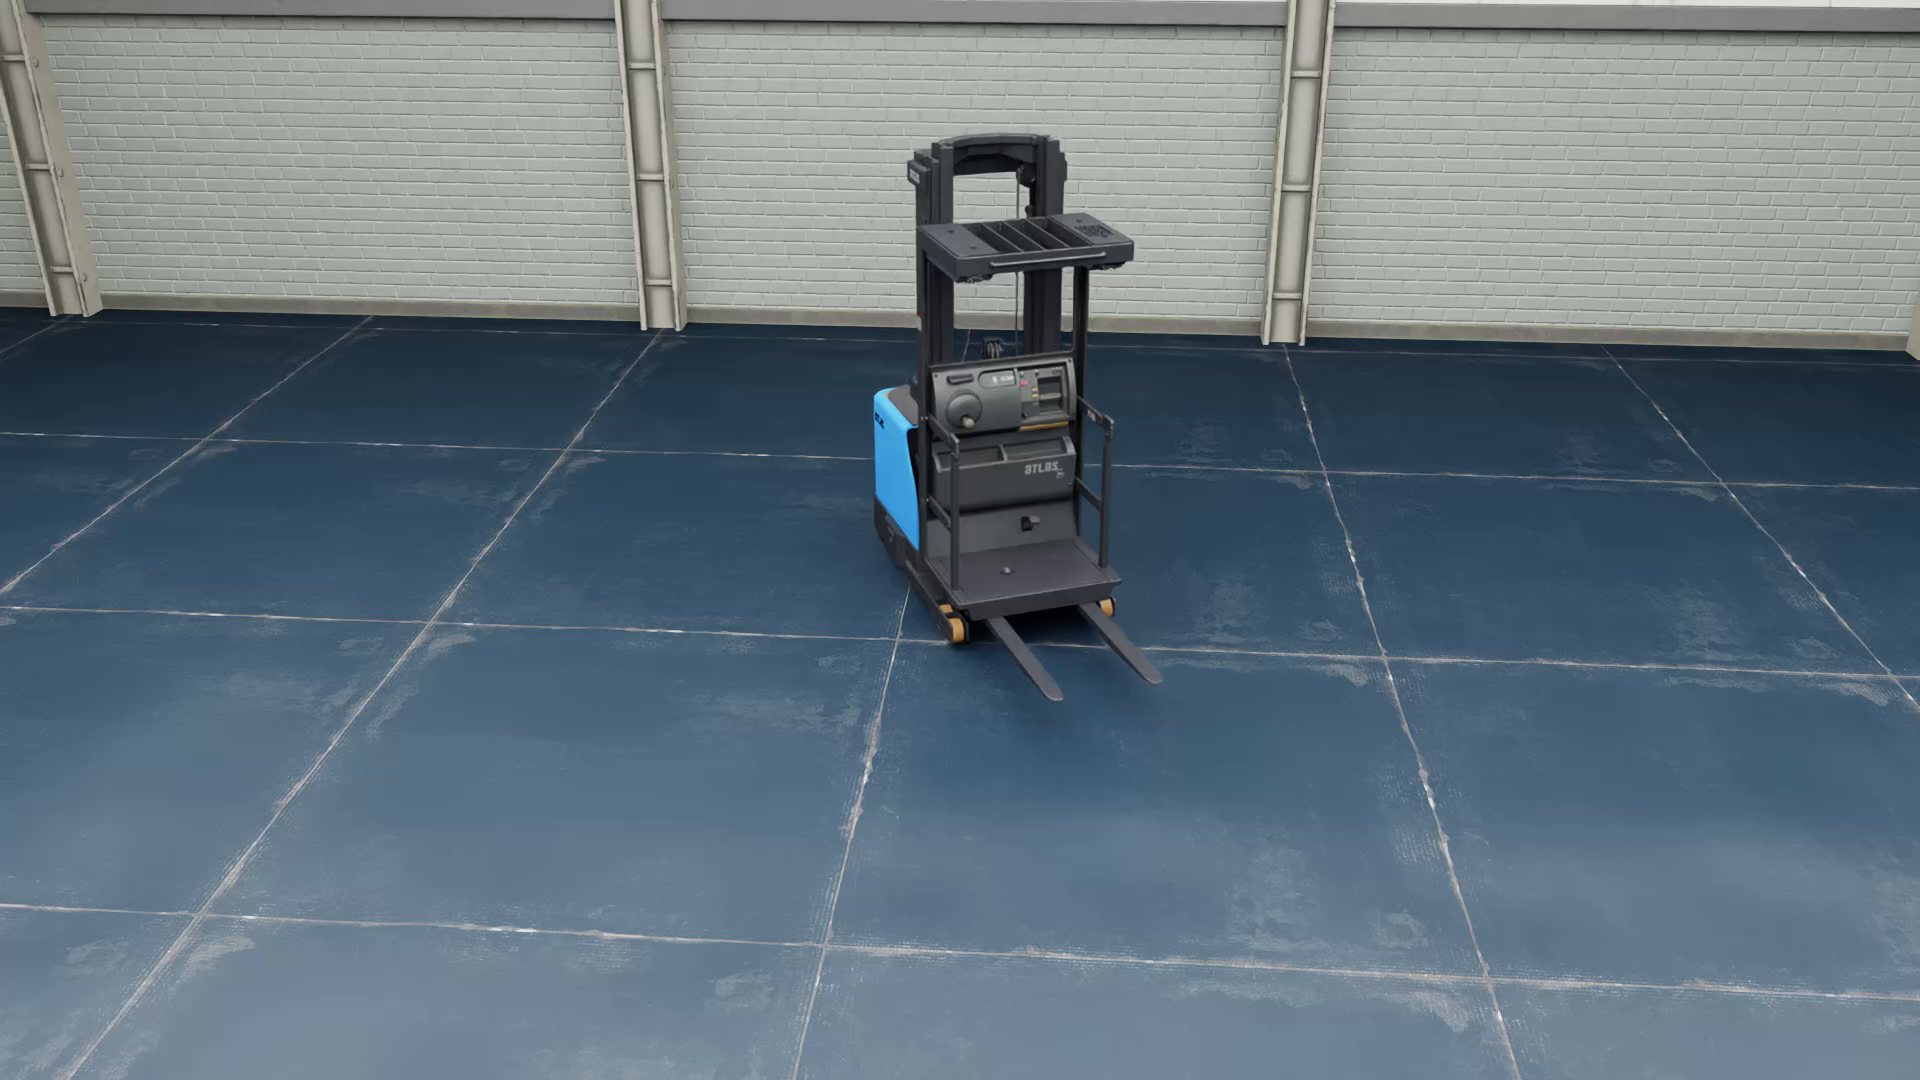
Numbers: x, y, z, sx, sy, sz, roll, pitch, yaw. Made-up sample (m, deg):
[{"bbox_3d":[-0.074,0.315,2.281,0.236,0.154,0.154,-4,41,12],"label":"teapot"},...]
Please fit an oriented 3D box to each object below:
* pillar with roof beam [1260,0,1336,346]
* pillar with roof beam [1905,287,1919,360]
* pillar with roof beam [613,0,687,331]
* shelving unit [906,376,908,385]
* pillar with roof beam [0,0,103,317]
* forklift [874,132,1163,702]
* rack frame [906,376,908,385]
[{"bbox_3d":[2.753,-4.207,10.127,0.400,9.000,9.100,2,25,4],"label":"pillar with roof beam"},{"bbox_3d":[8.735,-4.015,9.709,0.400,9.000,9.100,2,25,4],"label":"pillar with roof beam"},{"bbox_3d":[-3.229,-4.399,10.544,0.400,9.000,9.100,2,25,4],"label":"pillar with roof beam"},{"bbox_3d":[-0.231,-0.660,11.927,0.252,1.050,0.215,-9,26,-18],"label":"shelving unit"},{"bbox_3d":[-9.212,-4.591,10.961,0.400,9.000,9.100,2,25,4],"label":"pillar with roof beam"},{"bbox_3d":[0.349,-0.875,10.144,1.130,2.935,3.031,-8,26,-17],"label":"forklift"},{"bbox_3d":[-0.346,-0.642,11.890,0.008,1.050,0.200,-9,26,-18],"label":"rack frame"}]
